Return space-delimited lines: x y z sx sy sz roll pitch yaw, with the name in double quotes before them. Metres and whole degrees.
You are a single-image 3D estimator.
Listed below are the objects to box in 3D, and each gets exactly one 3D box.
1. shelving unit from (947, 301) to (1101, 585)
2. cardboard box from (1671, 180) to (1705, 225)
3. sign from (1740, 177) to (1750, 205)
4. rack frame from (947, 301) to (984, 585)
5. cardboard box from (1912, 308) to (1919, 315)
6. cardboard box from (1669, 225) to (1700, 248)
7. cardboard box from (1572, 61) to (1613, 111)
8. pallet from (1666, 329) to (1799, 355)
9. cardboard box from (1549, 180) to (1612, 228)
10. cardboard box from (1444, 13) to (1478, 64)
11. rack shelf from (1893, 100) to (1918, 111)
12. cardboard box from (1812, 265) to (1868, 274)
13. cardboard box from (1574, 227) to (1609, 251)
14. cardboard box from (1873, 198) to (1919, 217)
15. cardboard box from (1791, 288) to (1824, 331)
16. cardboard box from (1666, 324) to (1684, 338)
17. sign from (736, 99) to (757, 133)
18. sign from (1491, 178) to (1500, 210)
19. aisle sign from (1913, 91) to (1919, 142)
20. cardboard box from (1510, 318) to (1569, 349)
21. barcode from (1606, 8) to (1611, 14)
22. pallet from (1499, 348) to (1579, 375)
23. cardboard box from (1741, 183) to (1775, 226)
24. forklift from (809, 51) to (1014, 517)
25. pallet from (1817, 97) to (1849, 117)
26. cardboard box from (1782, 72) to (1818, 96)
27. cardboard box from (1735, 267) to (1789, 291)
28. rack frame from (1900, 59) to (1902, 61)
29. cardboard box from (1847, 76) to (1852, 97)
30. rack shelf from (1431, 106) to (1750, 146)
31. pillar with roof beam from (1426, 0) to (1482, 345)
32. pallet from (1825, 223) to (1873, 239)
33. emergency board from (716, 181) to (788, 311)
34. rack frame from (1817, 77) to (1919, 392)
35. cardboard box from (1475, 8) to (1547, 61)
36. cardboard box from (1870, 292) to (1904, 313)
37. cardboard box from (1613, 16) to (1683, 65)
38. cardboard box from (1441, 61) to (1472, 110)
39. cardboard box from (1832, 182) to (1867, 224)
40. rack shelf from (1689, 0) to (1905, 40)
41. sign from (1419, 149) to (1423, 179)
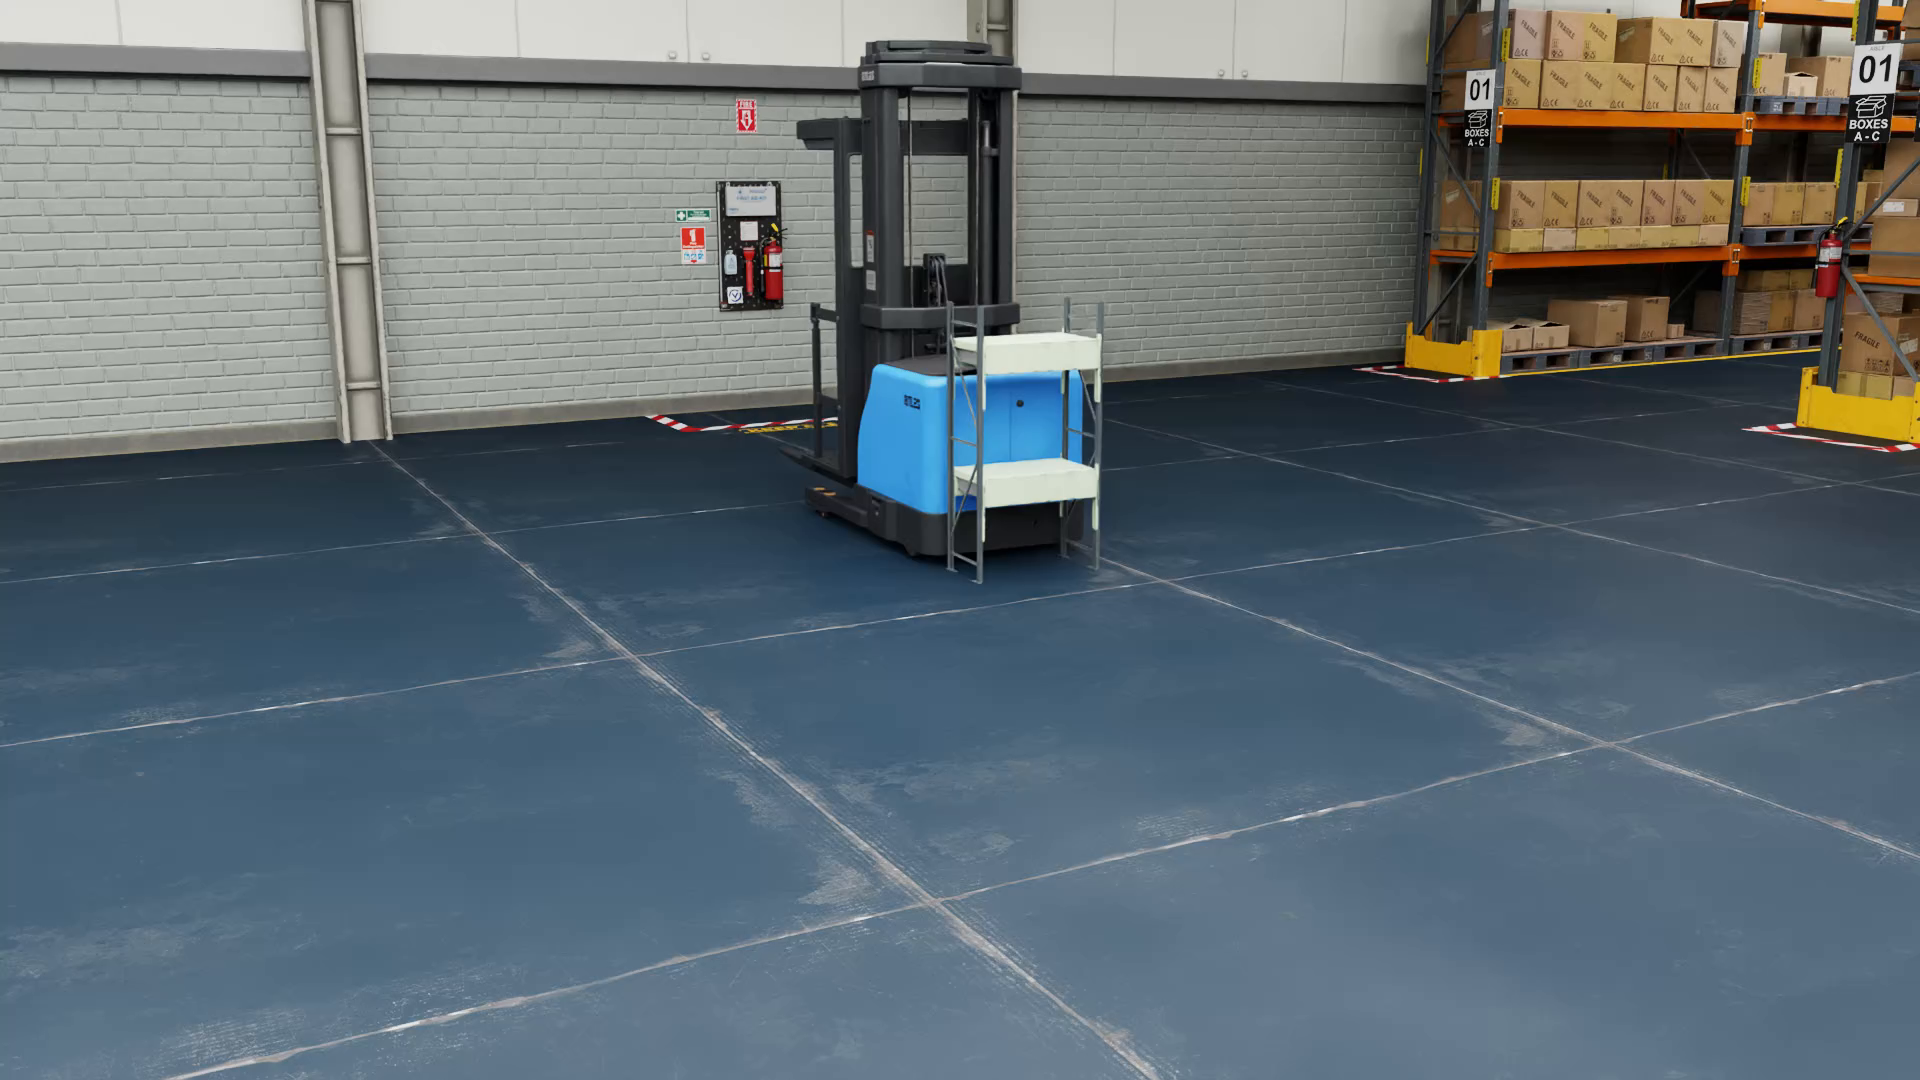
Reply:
"shelving unit" 0.352 -0.562 9.190 0.748 1.500 0.431 -6 14 -26
"cardboard box" 8.185 -3.891 19.154 0.500 0.500 0.500 -7 14 -28
"sign" 9.154 -4.070 19.390 0.005 0.325 0.100 -7 14 -28
"rack frame" 0.027 -0.527 9.034 0.023 1.500 0.400 -6 14 -26
"cardboard box" 8.952 -1.827 14.995 0.500 0.500 0.500 -7 14 -28
"cardboard box" 8.176 -3.529 19.254 0.500 0.250 0.500 -7 14 -28
"cardboard box" 6.732 -4.944 18.143 0.500 0.500 0.500 -6 14 -25
"pallet" 9.570 -2.473 20.618 1.213 0.211 1.003 -7 14 -28
"cardboard box" 6.835 -3.728 18.433 0.500 0.500 0.500 -7 15 -30
"cardboard box" 5.630 -5.436 18.050 0.500 0.500 0.500 -6 14 -25
"rack shelf" 9.509 -3.769 14.505 3.687 0.071 0.831 -7 14 -28
"cardboard box" 11.261 -3.399 21.366 0.500 0.250 0.500 -7 14 -27
"cardboard box" 6.856 -3.367 18.535 0.500 0.250 0.500 -7 15 -29
"cardboard box" 7.997 -2.818 14.096 0.250 0.149 0.380 -7 15 -29
"cardboard box" 10.422 -2.937 21.019 0.500 0.500 0.700 -7 14 -27
"cardboard box" 8.432 -2.522 19.933 0.250 0.166 0.380 -9 16 -35
"sign" -1.932 -3.836 15.044 0.199 0.298 0.001 -7 14 -28
"sign" 5.637 -3.648 17.517 0.005 0.325 0.100 -7 14 -28
"aisle sign" 7.842 -3.579 13.258 0.004 0.787 0.394 -7 14 -28
"cardboard box" 6.527 -2.349 18.836 0.500 0.311 0.500 -6 14 -23
"barcode" 7.461 -6.078 19.127 0.075 0.075 0.001 -7 14 -28
"pallet" 6.173 -2.057 18.768 1.213 0.211 1.003 -7 14 -28
"cardboard box" 9.350 -4.062 20.096 0.500 0.500 0.700 -7 14 -28
"forklift" 8.969 -0.103 4.038 12.119 2.867 21.055 -6 14 -25
"pallet" 10.389 -5.277 20.322 1.003 0.211 1.213 -7 14 -28
"cardboard box" 9.946 -5.483 20.056 0.500 0.311 0.500 -6 14 -26
"cardboard box" 9.910 -3.240 20.657 0.500 0.250 0.500 -7 15 -29
"rack frame" 12.400 -7.098 21.155 0.053 2.616 0.949 -7 14 -28
"cardboard box" 11.216 -5.577 20.947 0.637 0.503 0.797 -5 14 -20
"rack shelf" 7.132 -4.653 18.761 4.000 0.370 1.077 -7 14 -28
"pillar with roof beam" 7.639 -5.668 14.799 0.400 9.000 9.100 -7 14 -28
"pallet" 11.824 -3.983 21.413 1.003 0.211 1.213 -7 14 -28
"emergency board" -1.877 -2.687 15.217 0.643 1.169 0.194 -7 14 -28
"rack frame" 7.753 -2.376 13.836 0.127 3.000 1.000 -7 14 -28
"cardboard box" 5.831 -5.334 17.596 0.500 0.500 0.500 -8 15 -32
"cardboard box" 11.791 -3.081 21.661 0.500 0.500 0.700 -7 14 -27
"cardboard box" 7.648 -5.539 18.509 0.500 0.500 0.500 -7 15 -30
"cardboard box" 5.621 -4.945 18.146 0.500 0.500 0.500 -6 14 -24
"cardboard box" 10.908 -4.249 20.927 0.500 0.500 0.700 -7 14 -28
"rack shelf" 10.643 -6.342 20.345 4.000 0.370 1.077 -7 14 -28
"sign" 5.128 -4.159 18.399 0.005 0.325 0.100 -7 14 -28
